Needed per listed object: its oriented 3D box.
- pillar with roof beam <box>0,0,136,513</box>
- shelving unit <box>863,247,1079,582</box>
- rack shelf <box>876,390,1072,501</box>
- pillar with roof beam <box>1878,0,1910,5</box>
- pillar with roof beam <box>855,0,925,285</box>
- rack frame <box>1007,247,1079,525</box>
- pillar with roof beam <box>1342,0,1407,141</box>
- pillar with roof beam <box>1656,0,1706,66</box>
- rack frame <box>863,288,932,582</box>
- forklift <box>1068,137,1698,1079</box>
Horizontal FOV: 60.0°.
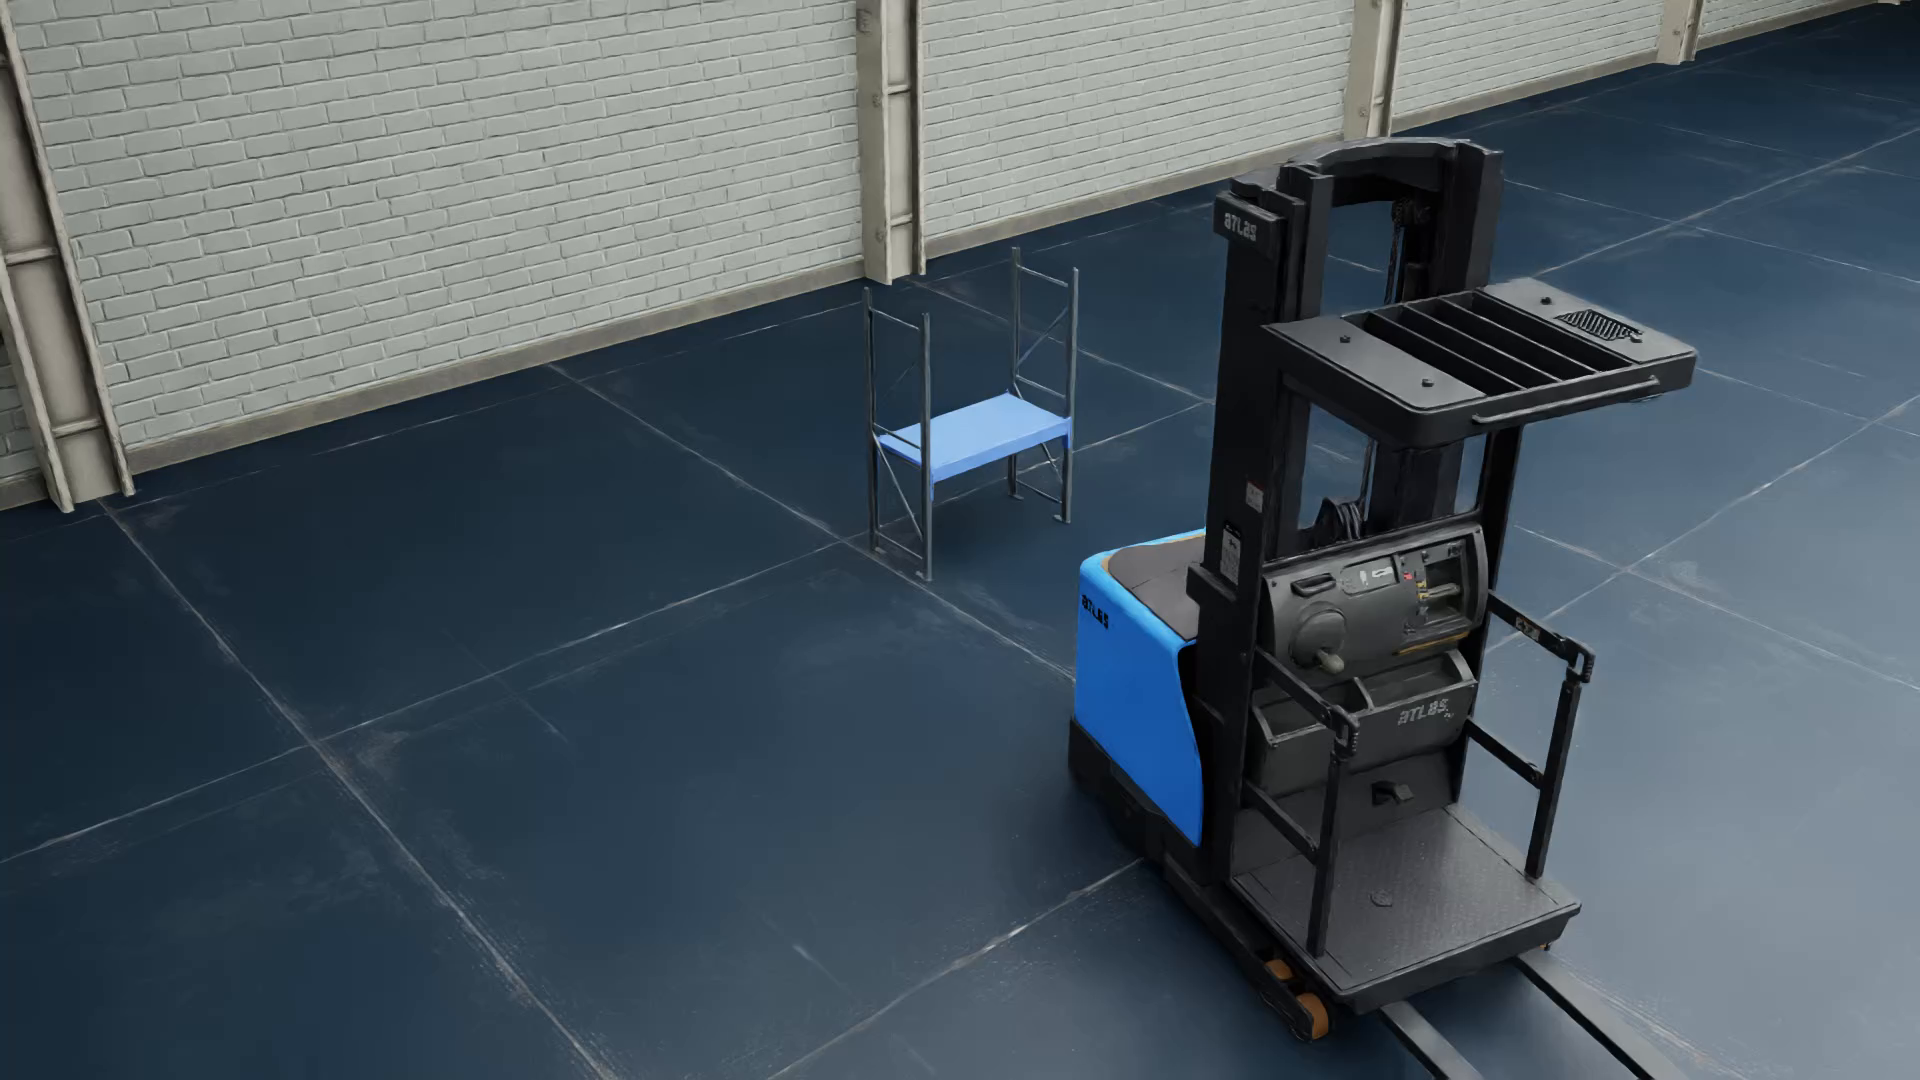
[{"bbox_3d":[-2.292,-2.692,4.739,0.400,9.000,9.100,-22,35,-35],"label":"pillar with roof beam"},{"bbox_3d":[0.065,-0.688,8.945,1.048,1.500,0.538,-22,35,-35],"label":"shelving unit"},{"bbox_3d":[0.065,-0.529,9.030,1.000,0.185,0.538,-22,35,-35],"label":"rack shelf"},{"bbox_3d":[15.966,-10.034,18.478,0.400,9.000,9.100,-22,35,-35],"label":"pillar with roof beam"},{"bbox_3d":[2.273,-4.527,8.174,0.400,9.000,9.100,-22,35,-35],"label":"pillar with roof beam"},{"bbox_3d":[0.452,-0.843,9.236,0.032,1.500,0.500,-22,35,-35],"label":"rack frame"},{"bbox_3d":[6.837,-6.363,11.609,0.400,9.000,9.100,-22,35,-35],"label":"pillar with roof beam"},{"bbox_3d":[11.402,-8.198,15.043,0.400,9.000,9.100,-22,35,-35],"label":"pillar with roof beam"},{"bbox_3d":[-0.322,-0.532,8.654,0.032,1.500,0.500,-22,35,-35],"label":"rack frame"},{"bbox_3d":[1.566,0.251,5.670,1.130,2.935,3.031,-13,31,-22],"label":"forklift"}]
